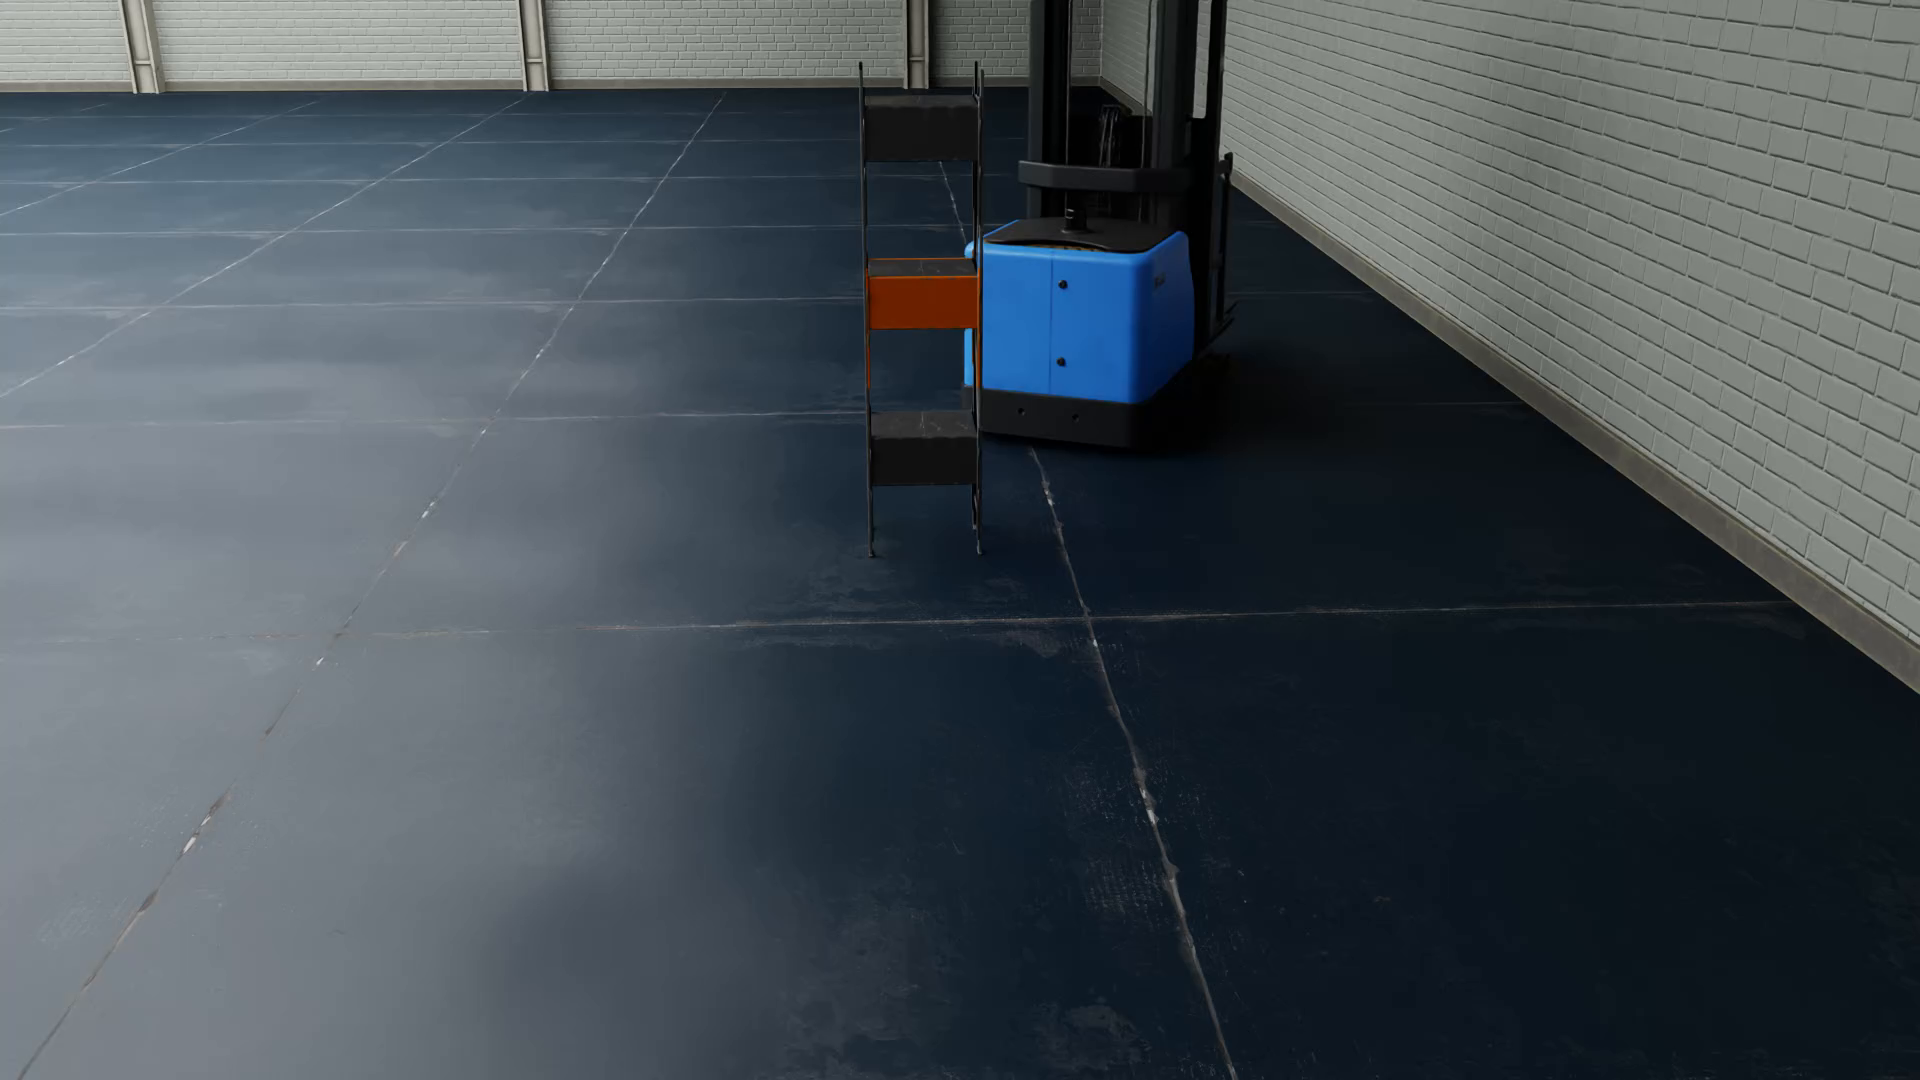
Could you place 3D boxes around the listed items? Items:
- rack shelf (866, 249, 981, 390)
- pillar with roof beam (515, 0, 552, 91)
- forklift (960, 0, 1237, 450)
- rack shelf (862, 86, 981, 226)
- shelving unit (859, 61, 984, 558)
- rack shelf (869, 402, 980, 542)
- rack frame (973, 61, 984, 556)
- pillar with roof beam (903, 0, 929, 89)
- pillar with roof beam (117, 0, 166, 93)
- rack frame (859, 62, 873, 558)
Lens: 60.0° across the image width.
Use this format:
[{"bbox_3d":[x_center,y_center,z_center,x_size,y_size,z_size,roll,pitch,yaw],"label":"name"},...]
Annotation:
[{"bbox_3d":[-0.165,-0.965,7.243,0.480,0.518,0.431,-1,21,-3],"label":"rack shelf"},{"bbox_3d":[-6.444,-9.809,20.738,0.400,9.000,9.100,-1,21,-3],"label":"pillar with roof beam"},{"bbox_3d":[1.009,-2.330,9.621,1.130,2.935,3.031,8,22,20],"label":"forklift"},{"bbox_3d":[-0.165,-1.619,6.994,0.480,0.518,0.431,-1,21,-3],"label":"rack shelf"},{"bbox_3d":[-0.165,-0.978,7.239,0.503,2.100,0.431,-1,21,-3],"label":"shelving unit"},{"bbox_3d":[-0.165,-0.311,7.492,0.480,0.518,0.431,-1,21,-3],"label":"rack shelf"},{"bbox_3d":[0.078,-0.983,7.252,0.015,2.100,0.400,-1,21,-3],"label":"rack frame"},{"bbox_3d":[-0.454,-9.931,21.058,0.400,9.000,9.100,-1,21,-3],"label":"pillar with roof beam"},{"bbox_3d":[-12.434,-9.687,20.418,0.400,9.000,9.100,-1,21,-3],"label":"pillar with roof beam"},{"bbox_3d":[-0.409,-0.973,7.226,0.015,2.100,0.400,-1,21,-3],"label":"rack frame"}]
